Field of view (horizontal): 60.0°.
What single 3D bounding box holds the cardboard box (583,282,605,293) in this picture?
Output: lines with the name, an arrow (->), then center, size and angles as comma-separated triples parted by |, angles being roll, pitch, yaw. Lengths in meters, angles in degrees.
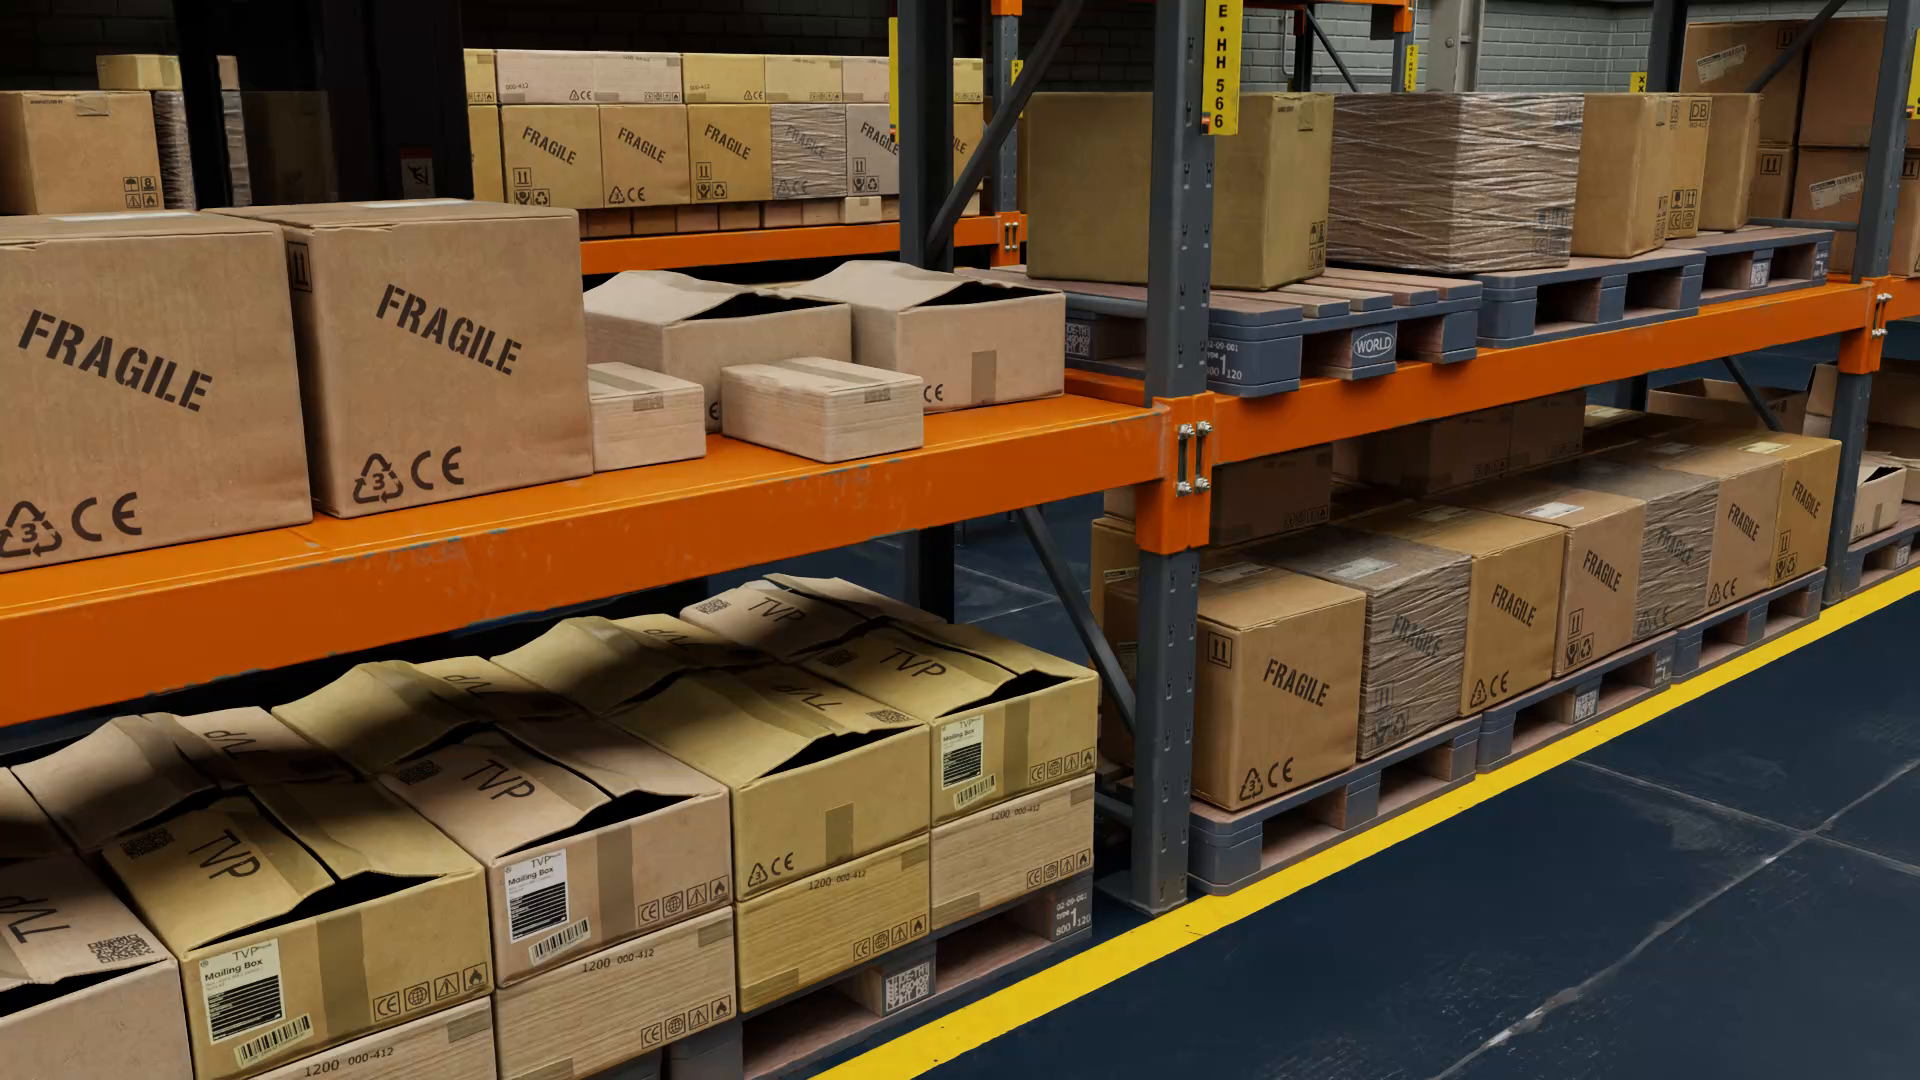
cardboard box -> -1.741, -0.978, 8.950 | 0.750, 0.750, 0.750 | -13, 20, -40

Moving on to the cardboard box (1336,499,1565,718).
cardboard box -> 1.512, 0.196, 5.194 | 0.500, 0.500, 0.500 | -13, 20, -40

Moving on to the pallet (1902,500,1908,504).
pallet -> 4.665, -0.258, 8.306 | 1.213, 0.211, 1.003 | -13, 19, -39

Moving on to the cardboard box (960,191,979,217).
cardboard box -> -0.098, -2.021, 9.951 | 0.250, 0.149, 0.380 | -12, 19, -39

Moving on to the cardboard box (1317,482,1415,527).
cardboard box -> 1.150, 0.100, 5.555 | 0.500, 0.500, 0.500 | -14, 20, -41

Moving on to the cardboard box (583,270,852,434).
cardboard box -> -0.594, -0.447, 3.782 | 0.500, 0.311, 0.500 | -13, 20, -40

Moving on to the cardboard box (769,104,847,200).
cardboard box -> -0.975, -2.148, 9.168 | 0.500, 0.500, 0.500 | -13, 19, -39

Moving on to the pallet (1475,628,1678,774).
pallet -> 1.716, 0.419, 5.773 | 1.213, 0.211, 1.003 | -13, 19, -39

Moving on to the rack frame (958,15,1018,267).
rack frame -> -0.029, -2.245, 10.342 | 0.127, 3.000, 1.000 | -13, 19, -39

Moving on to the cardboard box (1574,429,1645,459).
cardboard box -> 2.305, -0.159, 6.524 | 0.500, 0.500, 0.500 | -12, 19, -39

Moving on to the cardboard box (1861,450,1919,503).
cardboard box -> 4.330, -0.302, 7.707 | 0.250, 0.166, 0.380 | -13, 19, -39

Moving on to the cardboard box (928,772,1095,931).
cardboard box -> -0.029, 0.659, 3.986 | 0.500, 0.250, 0.500 | -12, 19, -38

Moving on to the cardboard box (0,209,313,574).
cardboard box -> -1.444, -0.275, 2.774 | 0.500, 0.500, 0.500 | -13, 19, -39

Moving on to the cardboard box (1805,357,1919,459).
cardboard box -> 4.639, -0.607, 8.195 | 0.637, 0.503, 0.797 | -13, 19, -39

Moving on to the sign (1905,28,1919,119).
sign -> 3.592, -1.733, 6.182 | 0.005, 0.325, 0.100 | -13, 19, -39

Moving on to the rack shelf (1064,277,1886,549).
rack shelf -> 1.717, -0.595, 5.558 | 4.000, 0.370, 1.077 | -13, 19, -39

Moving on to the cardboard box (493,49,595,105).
cardboard box -> -2.130, -2.249, 8.096 | 0.500, 0.250, 0.500 | -13, 20, -40

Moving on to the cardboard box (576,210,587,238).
cardboard box -> -2.086, -1.602, 8.385 | 0.250, 0.149, 0.380 | -13, 20, -40

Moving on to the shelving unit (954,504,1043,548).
shelving unit -> 0.125, -0.608, 7.700 | 0.503, 1.200, 0.258 | -13, 19, -39

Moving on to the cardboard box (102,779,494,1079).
cardboard box -> -1.176, 0.646, 2.945 | 0.500, 0.311, 0.500 | -12, 19, -38

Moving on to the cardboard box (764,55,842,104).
cardboard box -> -0.991, -2.509, 9.068 | 0.500, 0.250, 0.500 | -12, 19, -38

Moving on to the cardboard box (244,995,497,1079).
cardboard box -> -1.183, 0.919, 3.012 | 0.500, 0.250, 0.500 | -12, 19, -38

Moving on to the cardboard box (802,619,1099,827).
cardboard box -> -0.026, 0.388, 3.914 | 0.500, 0.311, 0.500 | -12, 19, -38

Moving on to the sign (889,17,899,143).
sign -> -0.156, -1.229, 4.447 | 0.005, 0.325, 0.100 | -13, 19, -39

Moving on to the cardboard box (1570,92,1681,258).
cardboard box -> 1.933, -1.221, 5.501 | 0.700, 0.500, 0.500 | 10, 18, 33

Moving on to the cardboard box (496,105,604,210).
cardboard box -> -2.111, -1.888, 8.198 | 0.500, 0.500, 0.500 | -12, 19, -38

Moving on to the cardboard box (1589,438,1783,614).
cardboard box -> 2.663, -0.065, 6.170 | 0.500, 0.500, 0.500 | -13, 19, -39

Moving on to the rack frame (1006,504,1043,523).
rack frame -> 0.309, -0.649, 7.855 | 0.015, 1.200, 0.240 | -13, 19, -39

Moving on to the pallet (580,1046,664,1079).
pallet -> -1.359, 1.081, 3.294 | 1.213, 0.211, 1.003 | -13, 19, -39

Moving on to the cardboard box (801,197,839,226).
cardboard box -> -0.887, -1.854, 9.325 | 0.250, 0.149, 0.380 | -13, 19, -39

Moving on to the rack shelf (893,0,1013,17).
rack shelf -> -1.538, -3.008, 8.779 | 4.000, 0.370, 1.077 | -13, 19, -39

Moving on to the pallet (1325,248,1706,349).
pallet -> 1.672, -0.841, 5.459 | 1.213, 0.211, 1.003 | -13, 19, -39

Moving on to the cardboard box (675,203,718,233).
cardboard box -> -1.496, -1.728, 8.856 | 0.250, 0.149, 0.380 | -13, 19, -39

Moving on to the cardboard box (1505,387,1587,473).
cardboard box -> 1.946, -0.444, 6.140 | 0.500, 0.250, 0.500 | -13, 19, -39

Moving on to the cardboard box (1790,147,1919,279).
cardboard box -> 3.789, -1.363, 6.846 | 0.500, 0.500, 0.500 | -12, 19, -38

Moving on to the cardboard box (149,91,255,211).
cardboard box -> -3.395, -1.747, 7.430 | 0.700, 0.500, 0.500 | 13, 20, 40

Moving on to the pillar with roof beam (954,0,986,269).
pillar with roof beam -> 2.757, -4.592, 7.504 | 0.400, 9.000, 9.100 | -13, 19, -39

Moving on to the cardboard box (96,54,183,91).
cardboard box -> -3.520, -2.020, 7.196 | 0.380, 0.149, 0.250 | 12, 19, 38

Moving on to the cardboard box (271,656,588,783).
cardboard box -> -1.157, 0.459, 3.646 | 0.500, 0.311, 0.500 | -13, 20, -41

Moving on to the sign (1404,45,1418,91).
sign -> 3.334, -3.488, 12.294 | 0.005, 0.325, 0.100 | -13, 19, -39

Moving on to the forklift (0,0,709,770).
forklift -> -2.323, -0.814, 5.119 | 1.130, 2.935, 3.031 | 14, 21, 43
